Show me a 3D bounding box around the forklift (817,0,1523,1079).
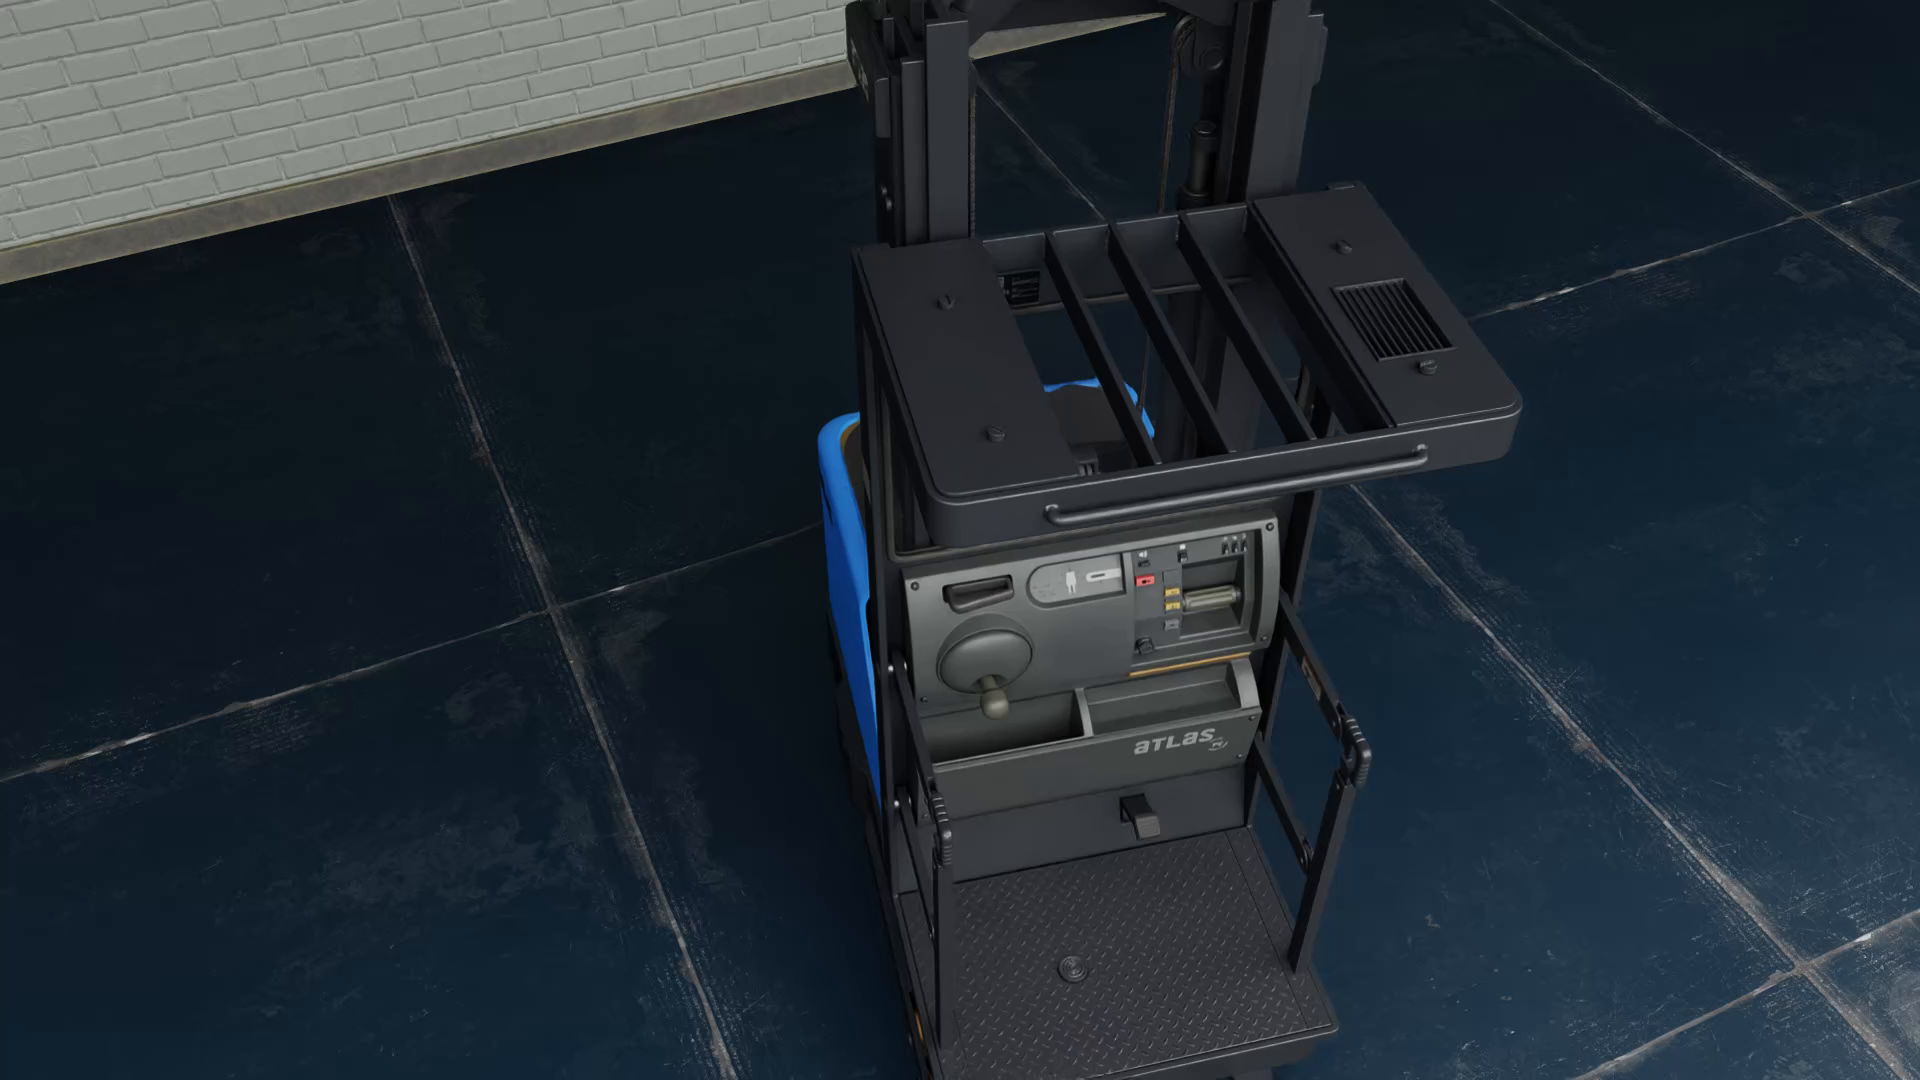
[{"bbox_3d":[0.380,0.274,3.885,1.130,2.935,3.031,-9,45,-9],"label":"forklift"}]
